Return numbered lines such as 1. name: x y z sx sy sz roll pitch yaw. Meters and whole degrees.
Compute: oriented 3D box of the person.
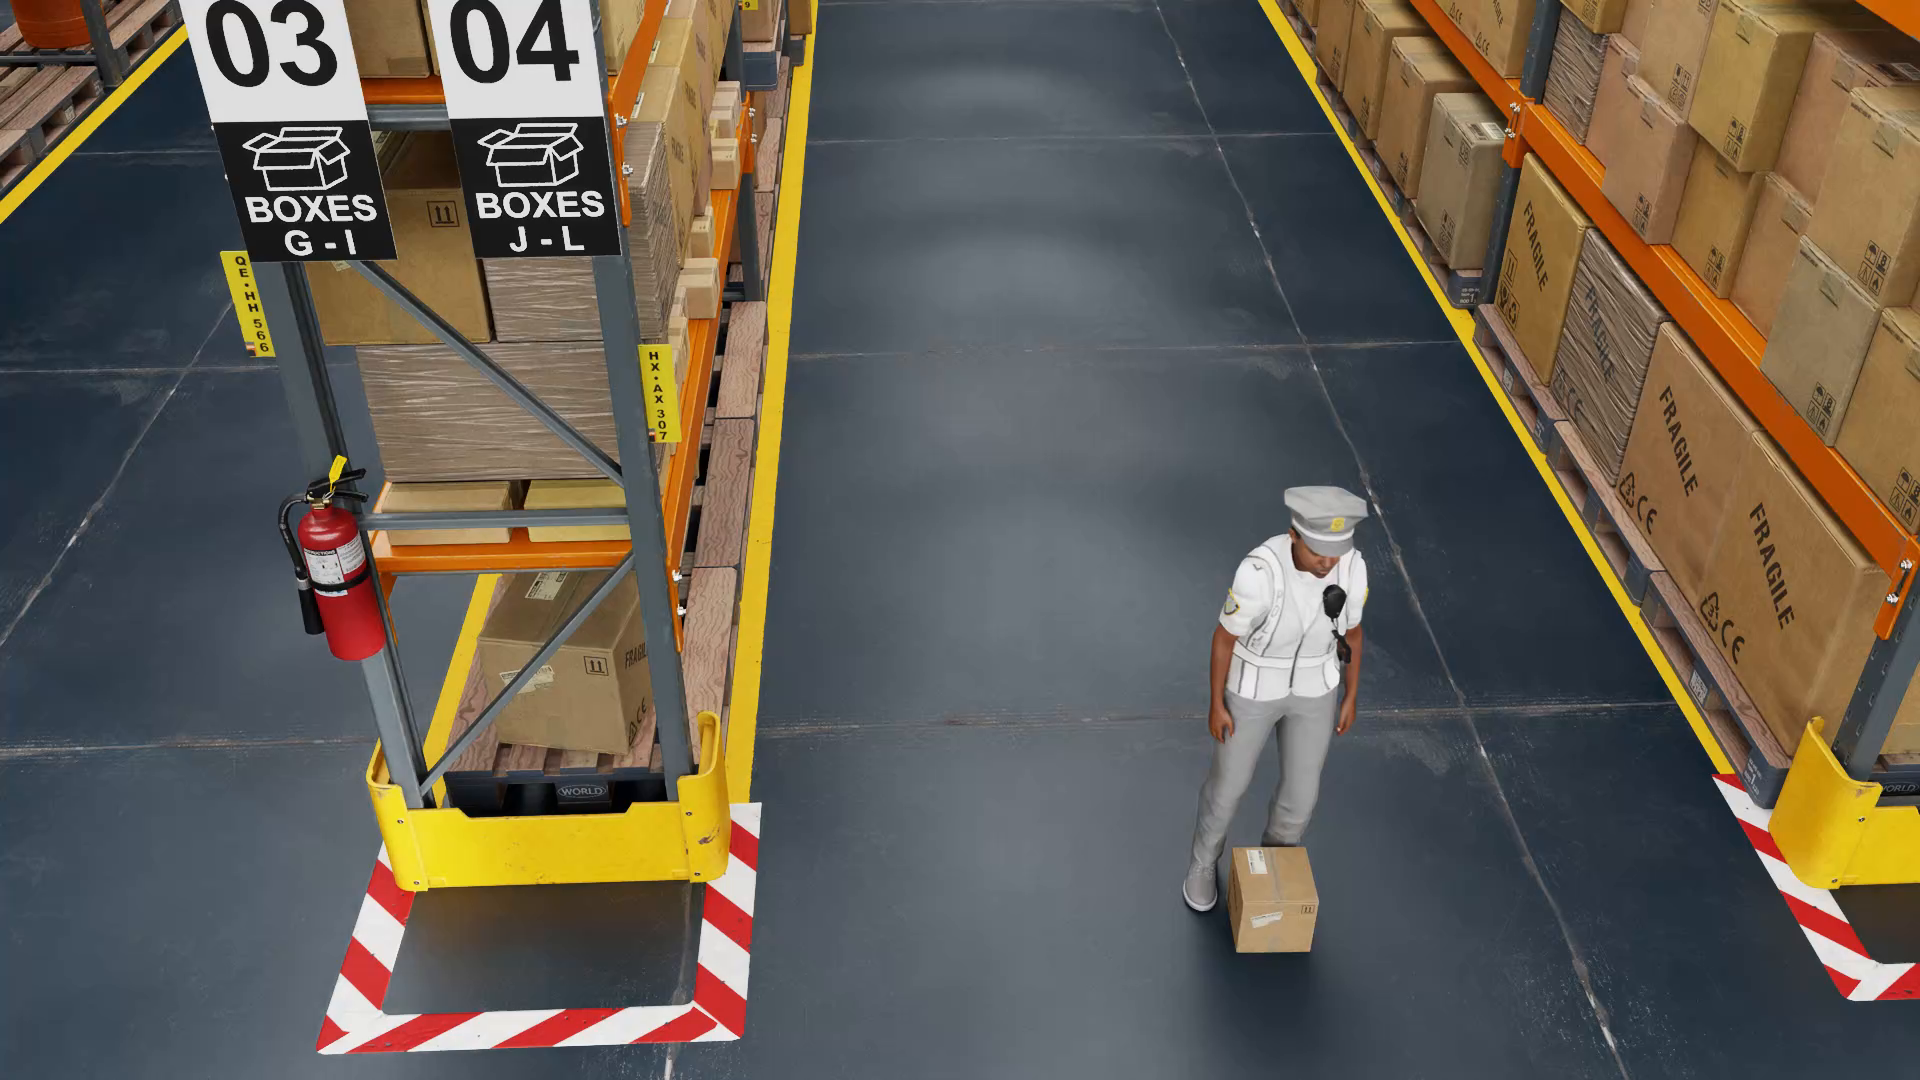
1. person: 1.039 0.519 5.414 0.532 1.664 0.421 -3 36 -5
